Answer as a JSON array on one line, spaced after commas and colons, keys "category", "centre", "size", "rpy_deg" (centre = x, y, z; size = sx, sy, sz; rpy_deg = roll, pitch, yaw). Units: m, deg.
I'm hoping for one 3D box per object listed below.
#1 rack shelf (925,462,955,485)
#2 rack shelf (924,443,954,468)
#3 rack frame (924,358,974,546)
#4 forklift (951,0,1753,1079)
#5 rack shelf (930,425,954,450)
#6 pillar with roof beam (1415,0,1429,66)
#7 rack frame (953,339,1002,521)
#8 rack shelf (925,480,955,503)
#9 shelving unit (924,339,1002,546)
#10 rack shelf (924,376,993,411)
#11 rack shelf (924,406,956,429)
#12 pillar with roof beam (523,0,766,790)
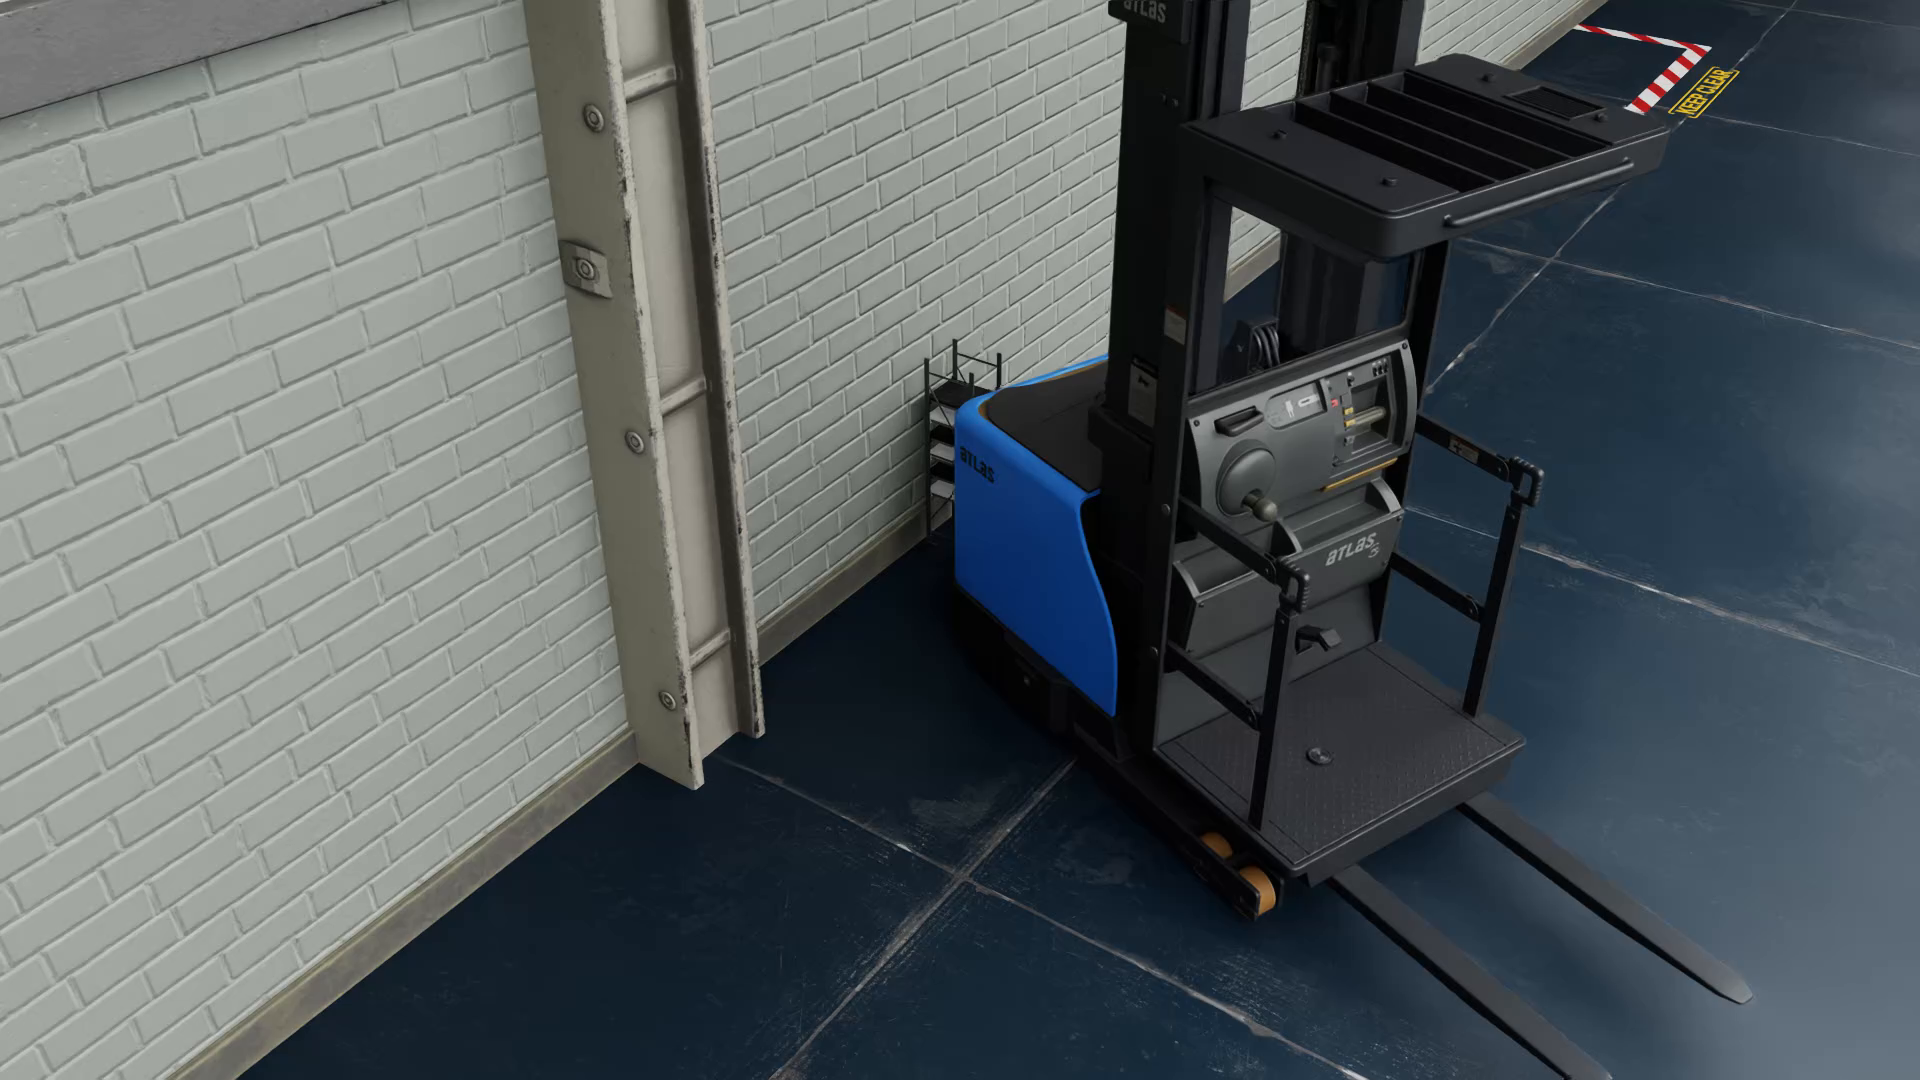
[{"category": "rack shelf", "centre": [0.013, -0.272, 7.069], "size": [0.258, 0.077, 0.200], "rpy_deg": [21, 39, 28]}, {"category": "rack shelf", "centre": [0.013, -0.347, 7.019], "size": [0.258, 0.077, 0.200], "rpy_deg": [21, 39, 28]}, {"category": "rack frame", "centre": [-0.044, -0.327, 6.931], "size": [0.240, 0.900, 0.006], "rpy_deg": [21, 39, 28]}, {"category": "forklift", "centre": [1.205, -0.291, 5.063], "size": [1.130, 2.935, 3.031], "rpy_deg": [-21, 39, -28]}, {"category": "rack shelf", "centre": [0.013, -0.421, 6.969], "size": [0.258, 0.077, 0.200], "rpy_deg": [21, 39, 28]}, {"category": "pillar with roof beam", "centre": [5.998, -4.360, 5.664], "size": [9.100, 9.000, 0.400], "rpy_deg": [21, 39, 28]}, {"category": "rack frame", "centre": [0.070, -0.421, 7.070], "size": [0.240, 0.900, 0.006], "rpy_deg": [21, 39, 28]}, {"category": "rack shelf", "centre": [0.013, -0.198, 7.120], "size": [0.258, 0.077, 0.200], "rpy_deg": [21, 39, 28]}, {"category": "shelving unit", "centre": [0.013, -0.374, 7.000], "size": [0.258, 0.900, 0.210], "rpy_deg": [21, 39, 28]}, {"category": "rack shelf", "centre": [0.013, -0.570, 6.868], "size": [0.258, 0.077, 0.200], "rpy_deg": [21, 39, 28]}, {"category": "rack shelf", "centre": [0.013, -0.496, 6.918], "size": [0.258, 0.077, 0.200], "rpy_deg": [21, 39, 28]}, {"category": "pillar with roof beam", "centre": [2.577, -1.599, 1.581], "size": [9.100, 9.000, 0.400], "rpy_deg": [21, 39, 28]}]
